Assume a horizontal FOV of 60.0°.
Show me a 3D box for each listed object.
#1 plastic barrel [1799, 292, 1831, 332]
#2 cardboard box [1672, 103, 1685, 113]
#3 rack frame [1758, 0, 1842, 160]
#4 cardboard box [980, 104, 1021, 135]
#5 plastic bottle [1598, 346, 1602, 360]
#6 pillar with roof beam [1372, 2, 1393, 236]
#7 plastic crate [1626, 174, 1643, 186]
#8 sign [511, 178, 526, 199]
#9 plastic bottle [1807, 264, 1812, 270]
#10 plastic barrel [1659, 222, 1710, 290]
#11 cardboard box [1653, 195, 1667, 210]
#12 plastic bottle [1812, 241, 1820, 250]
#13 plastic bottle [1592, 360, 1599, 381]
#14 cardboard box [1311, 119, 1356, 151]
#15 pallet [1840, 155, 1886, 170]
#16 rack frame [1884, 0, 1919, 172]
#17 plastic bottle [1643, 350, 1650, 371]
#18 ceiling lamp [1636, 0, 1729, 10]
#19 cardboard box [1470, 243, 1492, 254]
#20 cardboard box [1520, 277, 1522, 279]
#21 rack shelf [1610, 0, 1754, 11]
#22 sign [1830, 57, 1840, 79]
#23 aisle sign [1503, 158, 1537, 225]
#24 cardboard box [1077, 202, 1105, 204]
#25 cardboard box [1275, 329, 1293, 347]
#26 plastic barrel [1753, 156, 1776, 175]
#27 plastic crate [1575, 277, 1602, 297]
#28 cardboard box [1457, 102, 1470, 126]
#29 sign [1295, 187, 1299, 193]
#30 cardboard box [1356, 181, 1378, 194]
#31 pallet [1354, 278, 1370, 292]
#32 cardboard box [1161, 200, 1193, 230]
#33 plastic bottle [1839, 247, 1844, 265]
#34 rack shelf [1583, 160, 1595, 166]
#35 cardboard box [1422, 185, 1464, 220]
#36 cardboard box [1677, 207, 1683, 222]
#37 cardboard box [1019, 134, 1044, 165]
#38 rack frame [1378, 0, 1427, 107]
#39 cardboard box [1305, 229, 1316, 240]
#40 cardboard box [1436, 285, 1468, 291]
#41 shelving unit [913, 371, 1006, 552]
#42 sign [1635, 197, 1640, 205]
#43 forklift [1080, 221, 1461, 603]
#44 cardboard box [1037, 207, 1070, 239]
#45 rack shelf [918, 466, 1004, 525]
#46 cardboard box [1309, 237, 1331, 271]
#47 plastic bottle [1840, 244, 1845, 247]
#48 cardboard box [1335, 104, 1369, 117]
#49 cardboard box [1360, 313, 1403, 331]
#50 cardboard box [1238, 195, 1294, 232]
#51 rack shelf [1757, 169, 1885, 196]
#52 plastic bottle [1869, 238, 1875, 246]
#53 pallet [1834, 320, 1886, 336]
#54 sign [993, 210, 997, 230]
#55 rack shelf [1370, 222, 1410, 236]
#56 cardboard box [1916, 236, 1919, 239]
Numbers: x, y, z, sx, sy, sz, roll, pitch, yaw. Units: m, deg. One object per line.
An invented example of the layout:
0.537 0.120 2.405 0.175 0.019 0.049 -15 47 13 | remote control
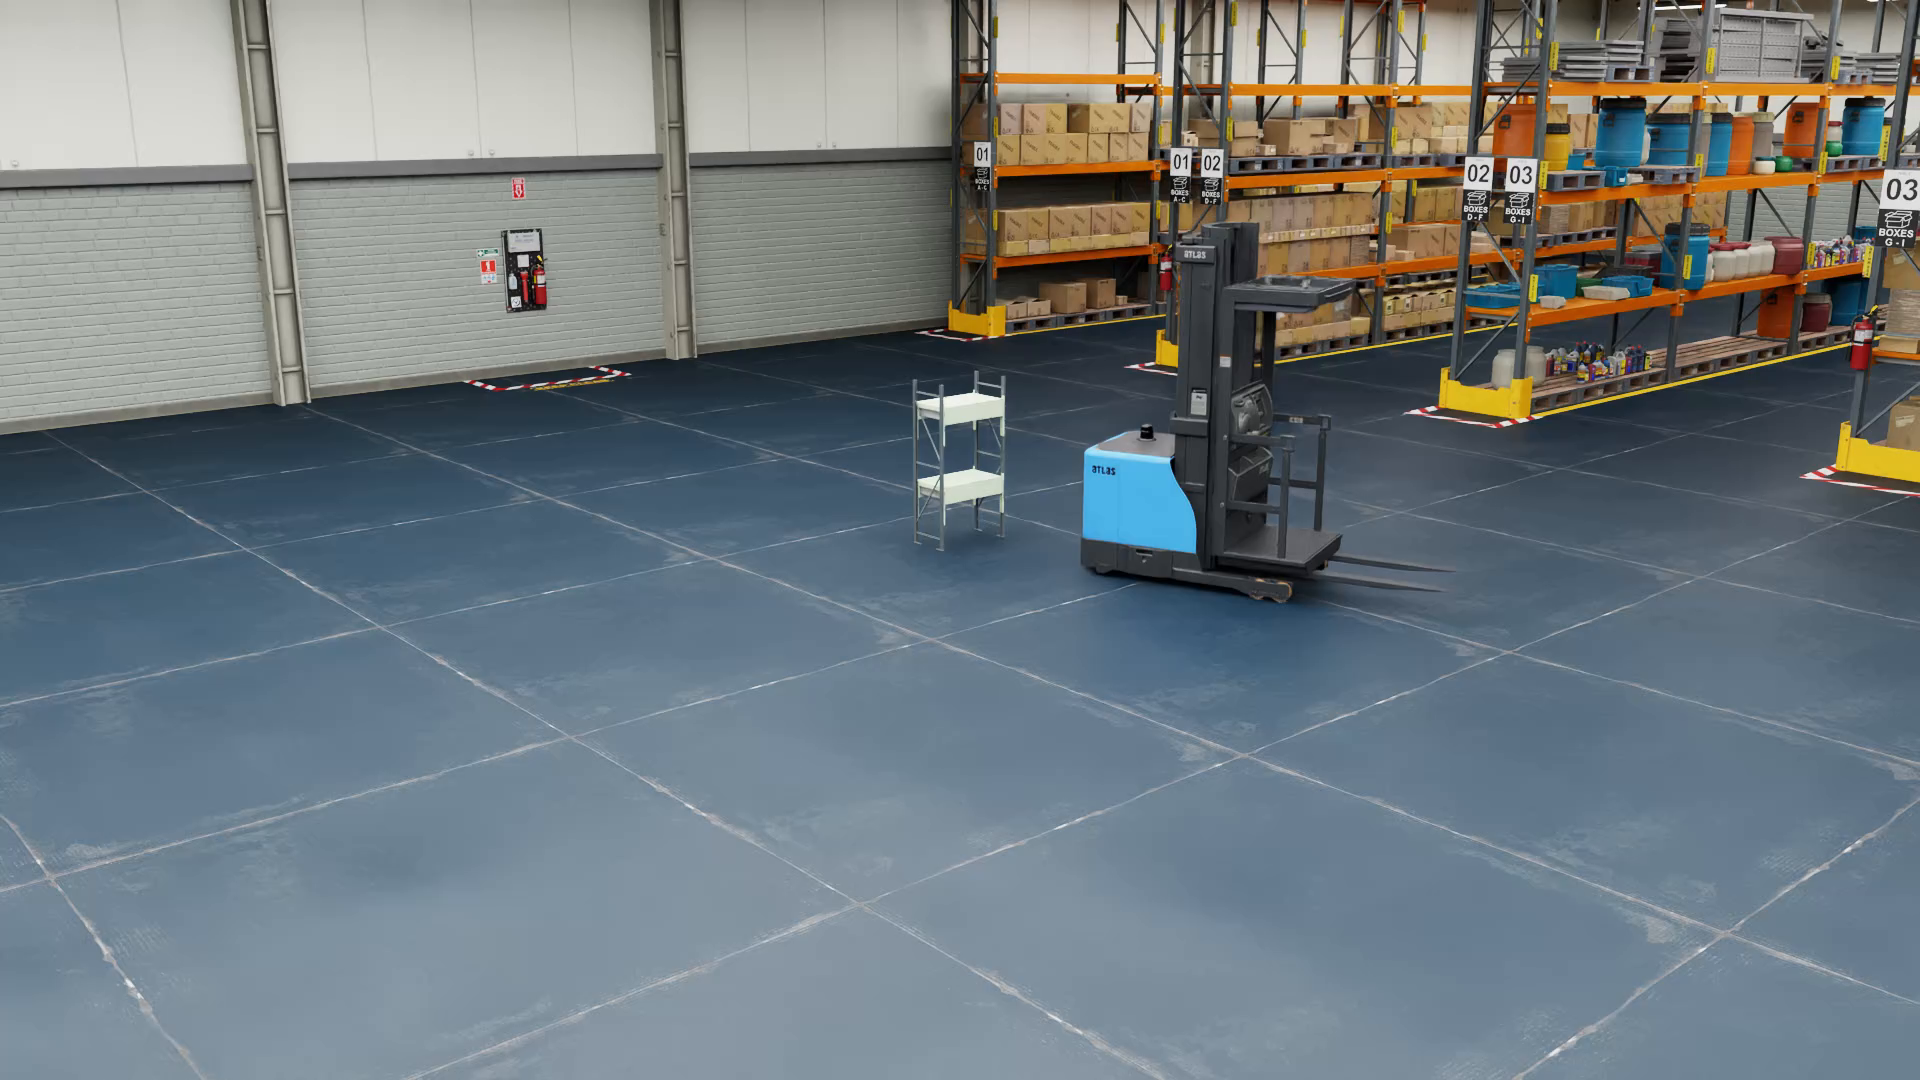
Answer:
13.977 -3.760 27.372 0.708 0.588 0.600 -13 19 -39 | plastic barrel
13.721 -8.300 32.568 0.500 0.500 0.700 -13 19 -39 | cardboard box
12.767 -7.343 25.302 0.127 3.000 1.000 -13 19 -39 | rack frame
0.679 -7.026 27.759 0.500 0.500 0.500 14 21 43 | cardboard box
9.066 -2.618 23.648 0.133 0.283 0.061 -13 19 -39 | plastic bottle
12.068 -9.398 32.996 0.400 9.000 9.100 -13 19 -39 | pillar with roof beam
8.804 -4.738 21.874 0.396 0.136 0.243 -13 19 -39 | plastic crate
-6.298 -5.015 23.721 0.199 0.298 0.001 -13 19 -39 | sign
13.306 -4.395 26.131 0.135 0.276 0.152 -13 19 -39 | plastic bottle
10.240 -4.015 23.499 0.708 0.901 0.600 -13 19 -39 | plastic barrel
13.465 -6.731 32.505 0.500 0.500 0.500 -13 20 -41 | cardboard box
14.312 -4.862 27.879 0.135 0.276 0.152 -13 19 -39 | plastic bottle
8.563 -2.288 22.438 0.097 0.271 0.097 0 15 0 | plastic bottle
5.948 -6.466 26.552 0.500 0.500 0.500 -11 18 -35 | cardboard box
14.404 -6.135 26.960 1.213 0.211 1.003 -13 19 -39 | pallet
9.983 -5.023 16.618 0.127 3.000 1.000 -13 19 -39 | rack frame
9.603 -2.521 23.288 0.133 0.283 0.061 -11 19 -37 | plastic bottle
15.982 -13.410 36.704 0.800 3.185 2.000 -13 19 -39 | ceiling lamp
9.021 -5.082 28.949 0.250 0.149 0.380 -13 19 -39 | cardboard box
10.441 -4.525 30.371 0.500 0.500 0.500 -14 20 -41 | cardboard box
14.045 -10.582 32.384 4.000 0.370 1.077 -13 19 -39 | rack shelf
13.134 -7.081 24.947 0.005 0.325 0.100 -13 19 -39 | sign
6.870 -4.276 20.408 0.004 0.787 0.394 -13 19 -39 | aisle sign
2.362 -5.869 30.209 0.500 0.500 0.500 -13 20 -40 | cardboard box
4.786 -3.146 25.730 0.500 0.250 0.500 -13 19 -39 | cardboard box
11.961 -5.566 24.730 0.301 0.262 0.301 0 15 0 | plastic barrel
8.540 -3.489 22.911 0.662 0.188 0.450 -13 19 -39 | plastic crate
10.756 -9.280 36.197 0.500 0.500 0.500 -12 19 -39 | cardboard box
6.627 -6.790 32.768 0.005 0.325 0.100 -13 19 -39 | sign
8.320 -7.315 34.559 0.500 0.250 0.500 -12 19 -38 | cardboard box
7.828 -5.350 34.871 1.213 0.211 1.003 -13 19 -39 | pallet
4.079 -6.129 31.337 0.500 0.500 0.700 -10 18 -34 | cardboard box
14.207 -4.585 26.830 0.133 0.283 0.061 -13 19 -39 | plastic bottle
11.027 -6.850 30.663 4.000 0.370 1.077 -13 19 -39 | rack shelf
10.798 -7.532 37.054 0.700 0.700 0.980 -14 20 -42 | cardboard box
14.245 -6.427 33.303 0.500 0.500 0.500 -13 20 -40 | cardboard box
1.074 -6.617 28.165 0.500 0.500 0.500 -11 19 -36 | cardboard box
9.281 -9.949 35.059 0.127 3.000 1.000 -13 19 -39 | rack frame
5.279 -4.745 25.752 0.250 0.149 0.380 -12 19 -38 | cardboard box
8.515 -4.244 28.753 0.500 0.311 0.500 -13 20 -40 | cardboard box
-0.005 -0.723 15.052 0.755 1.500 0.431 -13 19 -39 | shelving unit
12.903 -6.539 31.674 0.005 0.325 0.100 -13 19 -39 | sign
2.574 -1.068 13.569 3.031 2.935 1.130 8 17 27 | forklift
1.560 -5.508 28.856 0.500 0.500 0.500 -13 20 -41 | cardboard box
-0.005 -0.408 15.136 0.720 0.370 0.431 -13 19 -39 | rack shelf
5.396 -4.529 26.198 0.500 0.500 0.700 -12 19 -39 | cardboard box
15.005 -4.939 28.312 0.097 0.201 0.097 0 15 0 | plastic bottle
8.125 -8.903 34.456 0.500 0.250 0.500 -13 20 -41 | cardboard box
6.968 -3.626 27.528 0.500 0.250 0.500 -13 20 -41 | cardboard box
4.657 -4.990 25.413 0.500 0.500 0.700 -13 19 -39 | cardboard box
14.276 -5.885 27.050 4.000 0.370 1.077 -13 19 -39 | rack shelf
15.167 -4.847 27.681 0.185 0.351 0.144 -13 19 -39 | plastic bottle
15.175 -3.652 28.514 1.213 0.211 1.003 -13 19 -39 | pallet
0.585 -5.330 27.716 0.005 0.325 0.100 -13 19 -39 | sign
7.773 -6.364 34.658 4.000 0.370 1.077 -13 19 -39 | rack shelf
10.610 -3.027 18.063 0.500 0.500 0.500 -13 19 -39 | cardboard box
